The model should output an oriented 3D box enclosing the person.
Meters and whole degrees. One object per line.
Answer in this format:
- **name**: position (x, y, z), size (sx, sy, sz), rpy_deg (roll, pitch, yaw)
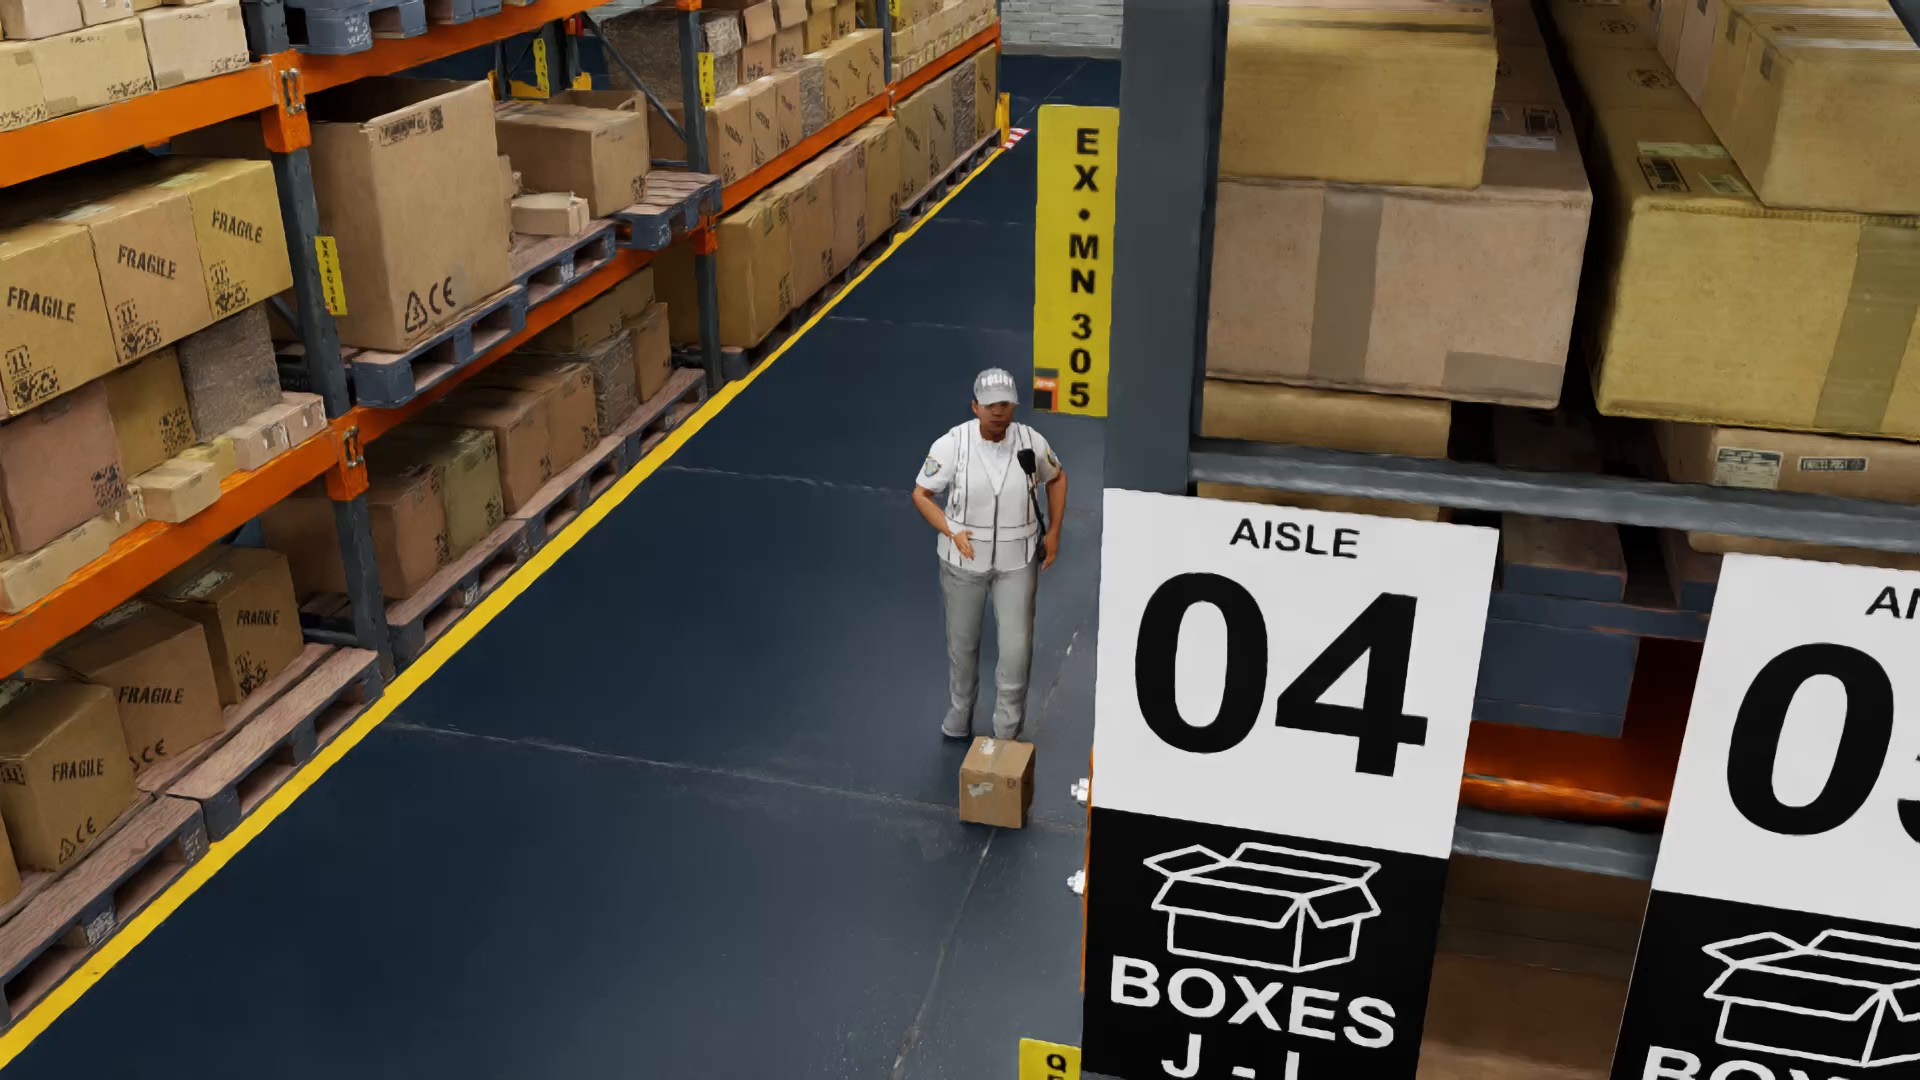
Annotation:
- **person**: position (0.139, 0.147, 6.877), size (0.660, 1.714, 0.586), rpy_deg (-2, 26, -4)
